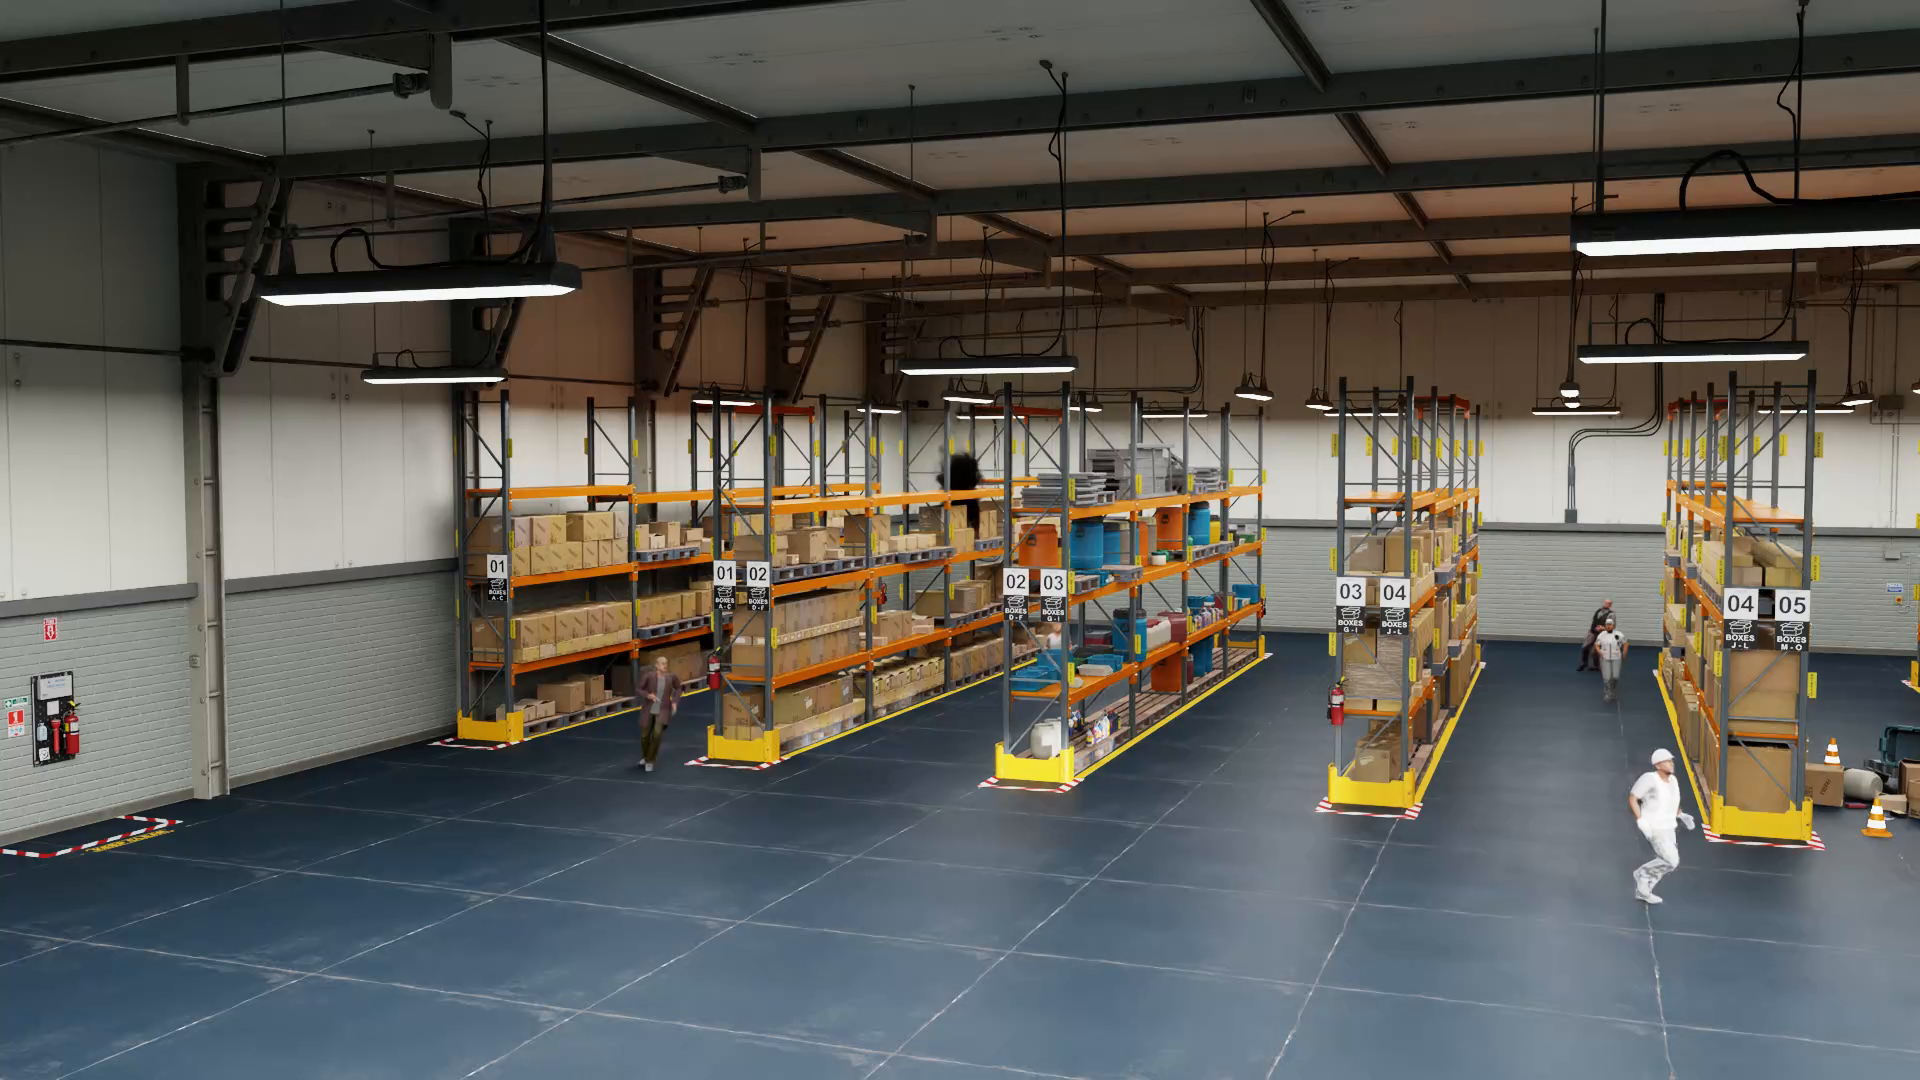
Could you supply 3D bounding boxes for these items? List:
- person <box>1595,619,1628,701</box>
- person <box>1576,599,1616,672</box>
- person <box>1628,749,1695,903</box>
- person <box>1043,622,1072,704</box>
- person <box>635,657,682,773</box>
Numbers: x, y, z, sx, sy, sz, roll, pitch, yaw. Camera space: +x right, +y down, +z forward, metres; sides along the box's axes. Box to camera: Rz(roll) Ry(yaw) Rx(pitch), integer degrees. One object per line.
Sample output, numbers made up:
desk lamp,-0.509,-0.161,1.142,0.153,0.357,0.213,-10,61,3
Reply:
person,12.893,2.381,32.933,0.616,1.630,0.508,1,3,24
person,14.189,2.144,37.046,0.569,1.678,0.783,-2,4,-30
person,7.682,3.140,18.200,0.631,1.715,0.601,-2,4,-36
person,1.923,2.390,32.782,0.565,1.626,0.573,0,3,7
person,-4.727,2.717,26.015,0.708,1.767,0.742,0,3,-5
